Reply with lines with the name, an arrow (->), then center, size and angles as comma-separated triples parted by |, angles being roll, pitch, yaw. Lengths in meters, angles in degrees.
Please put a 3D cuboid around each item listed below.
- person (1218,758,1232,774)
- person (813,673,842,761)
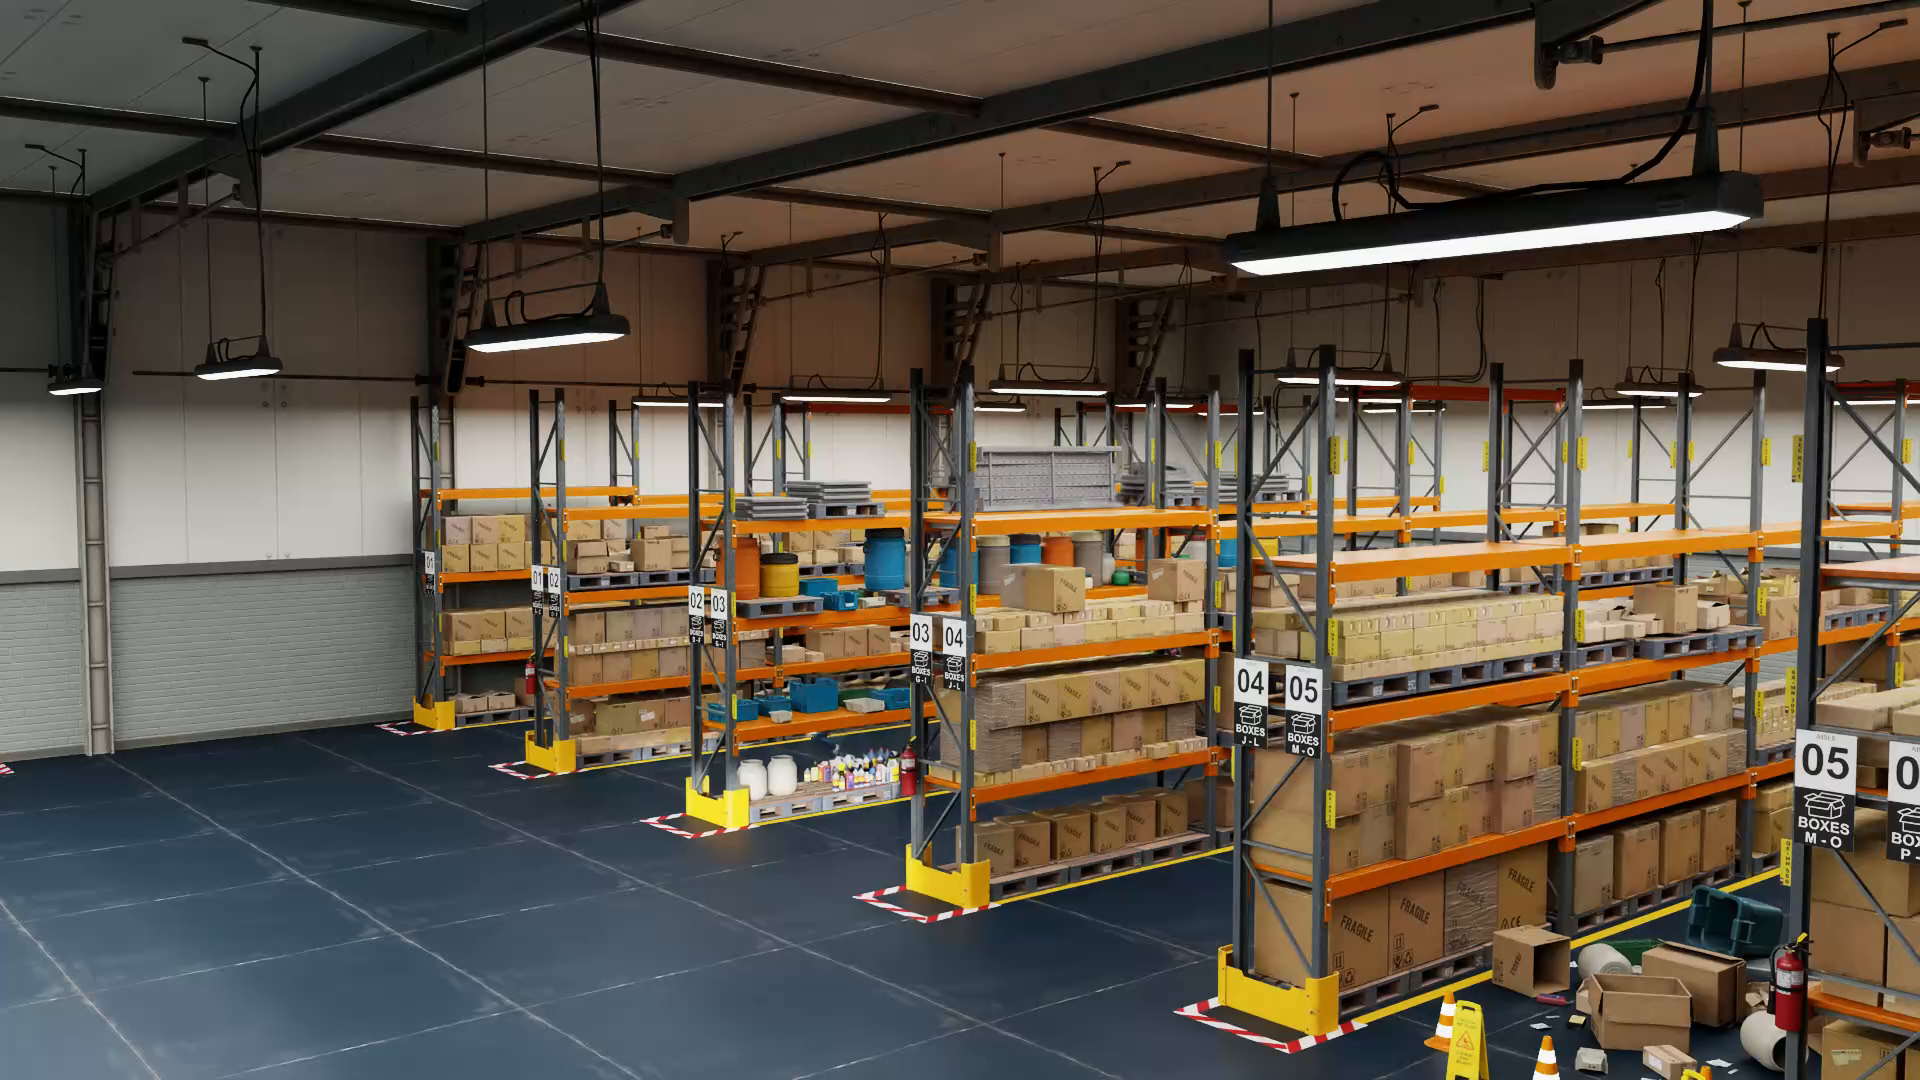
person -> 3.826, 2.875, 23.919 | 0.736, 1.811, 0.666 | -3, 5, -44
person -> -2.142, 2.854, 26.053 | 0.629, 1.547, 0.578 | -3, 4, -41
